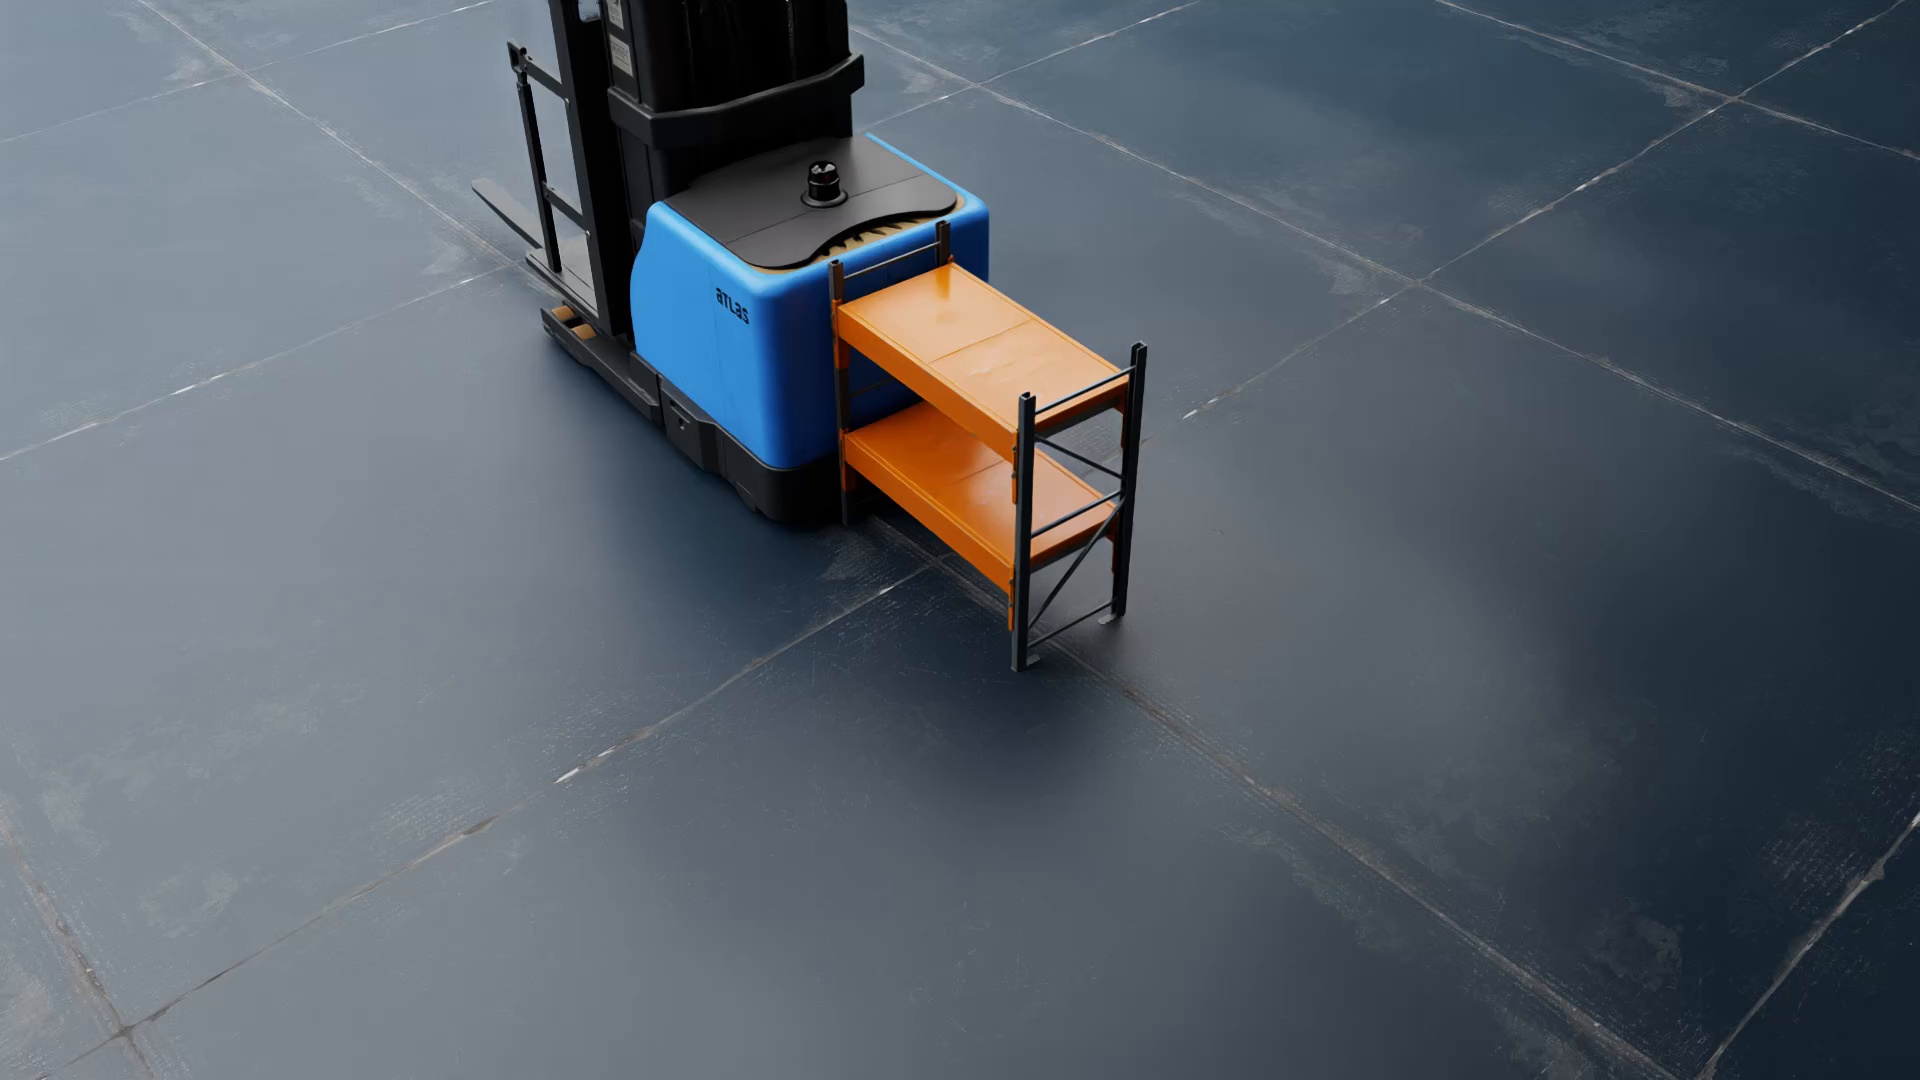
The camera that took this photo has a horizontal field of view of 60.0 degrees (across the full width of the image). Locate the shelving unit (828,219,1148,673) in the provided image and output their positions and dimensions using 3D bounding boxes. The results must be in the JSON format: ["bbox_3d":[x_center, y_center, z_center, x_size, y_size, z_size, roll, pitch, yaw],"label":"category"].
[{"bbox_3d":[0.071,-0.338,5.773,0.538,1.125,1.048,-26,46,-28],"label":"shelving unit"}]

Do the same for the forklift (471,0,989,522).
[{"bbox_3d":[-1.175,-2.076,6.488,1.130,2.935,3.031,-26,46,-28],"label":"forklift"}]

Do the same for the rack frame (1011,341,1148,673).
[{"bbox_3d":[0.382,-0.085,5.460,0.500,1.125,0.032,-26,46,-28],"label":"rack frame"}]

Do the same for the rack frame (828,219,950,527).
[{"bbox_3d":[-0.241,-0.590,6.085,0.500,1.125,0.032,-26,46,-28],"label":"rack frame"}]

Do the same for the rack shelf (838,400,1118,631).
[{"bbox_3d":[0.071,-0.147,5.926,0.538,0.278,1.000,-26,46,-28],"label":"rack shelf"}]

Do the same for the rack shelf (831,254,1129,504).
[{"bbox_3d":[0.071,-0.565,5.589,0.538,0.278,1.000,-26,46,-28],"label":"rack shelf"}]
